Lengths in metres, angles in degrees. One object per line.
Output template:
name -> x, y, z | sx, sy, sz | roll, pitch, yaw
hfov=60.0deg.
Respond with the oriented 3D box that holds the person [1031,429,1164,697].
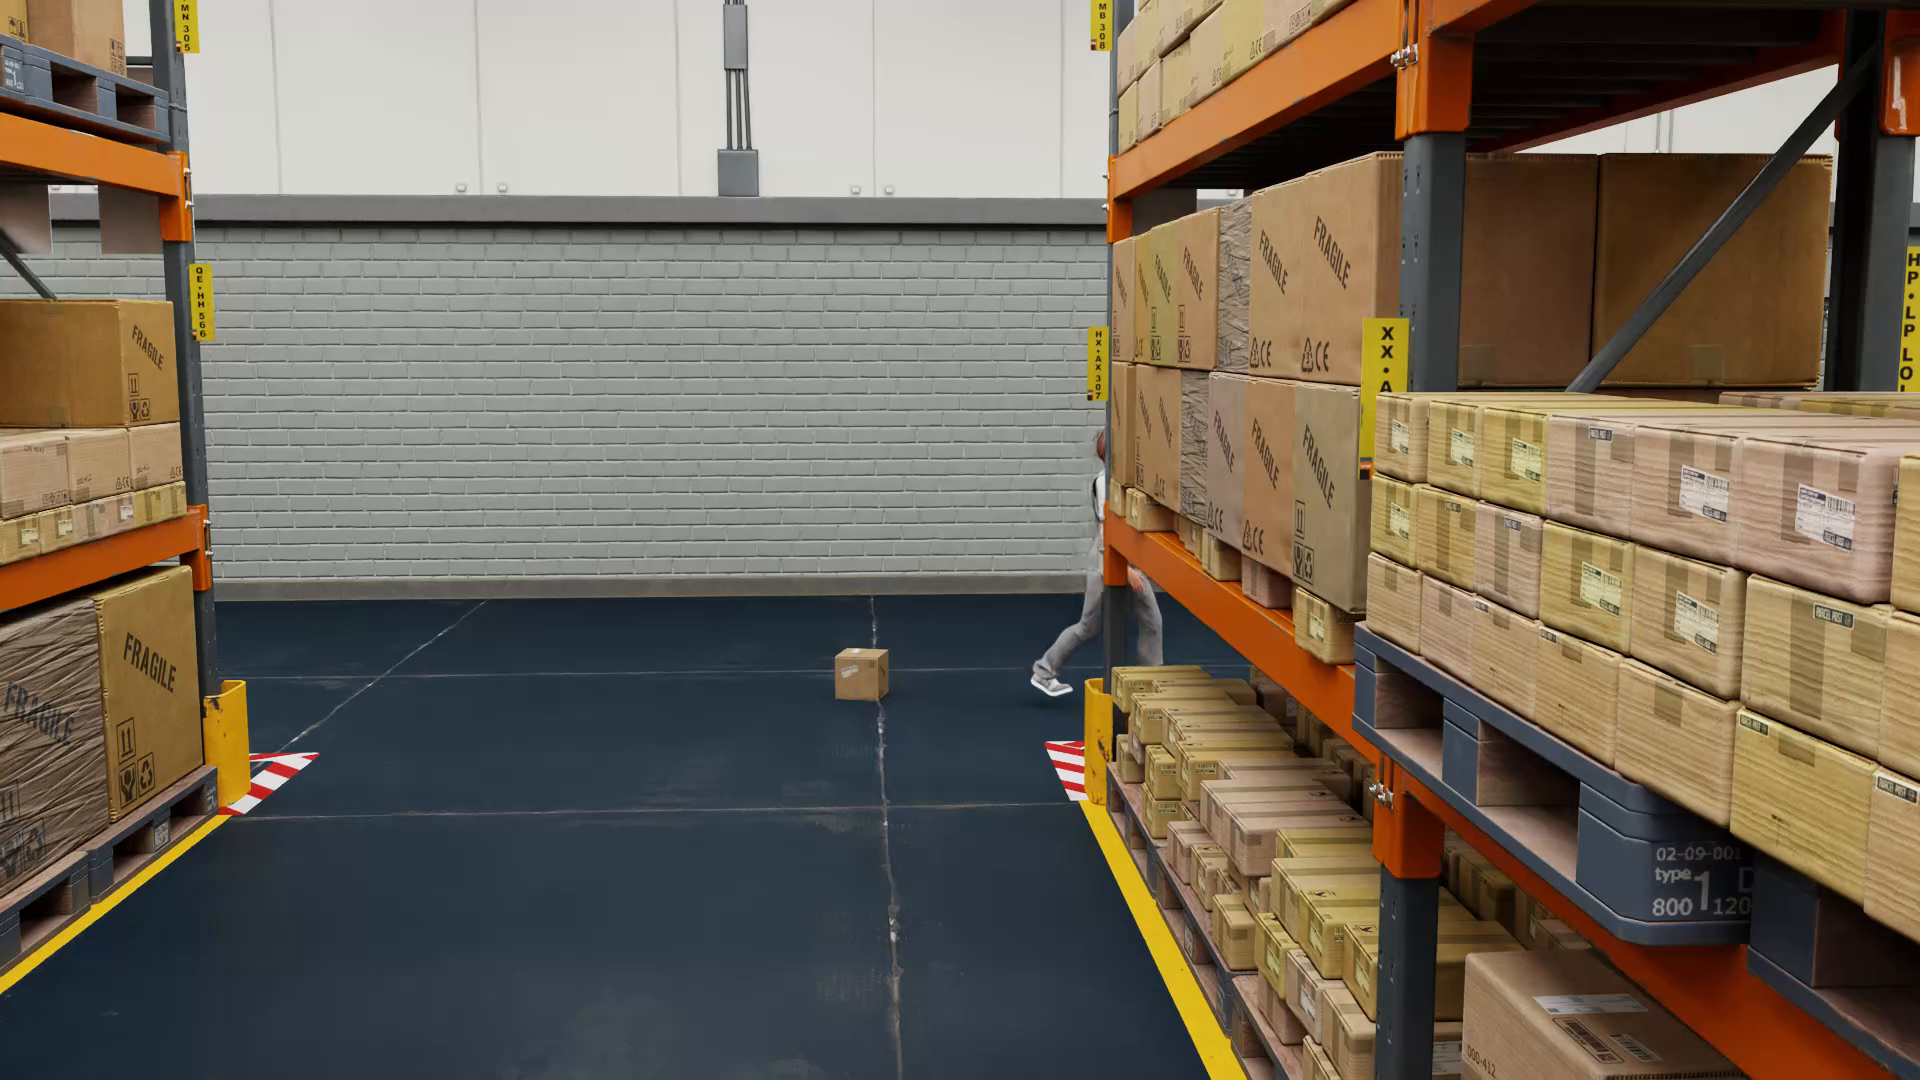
person -> 0.841, 0.200, 9.043 | 0.956, 1.443, 0.429 | 4, 8, 28
